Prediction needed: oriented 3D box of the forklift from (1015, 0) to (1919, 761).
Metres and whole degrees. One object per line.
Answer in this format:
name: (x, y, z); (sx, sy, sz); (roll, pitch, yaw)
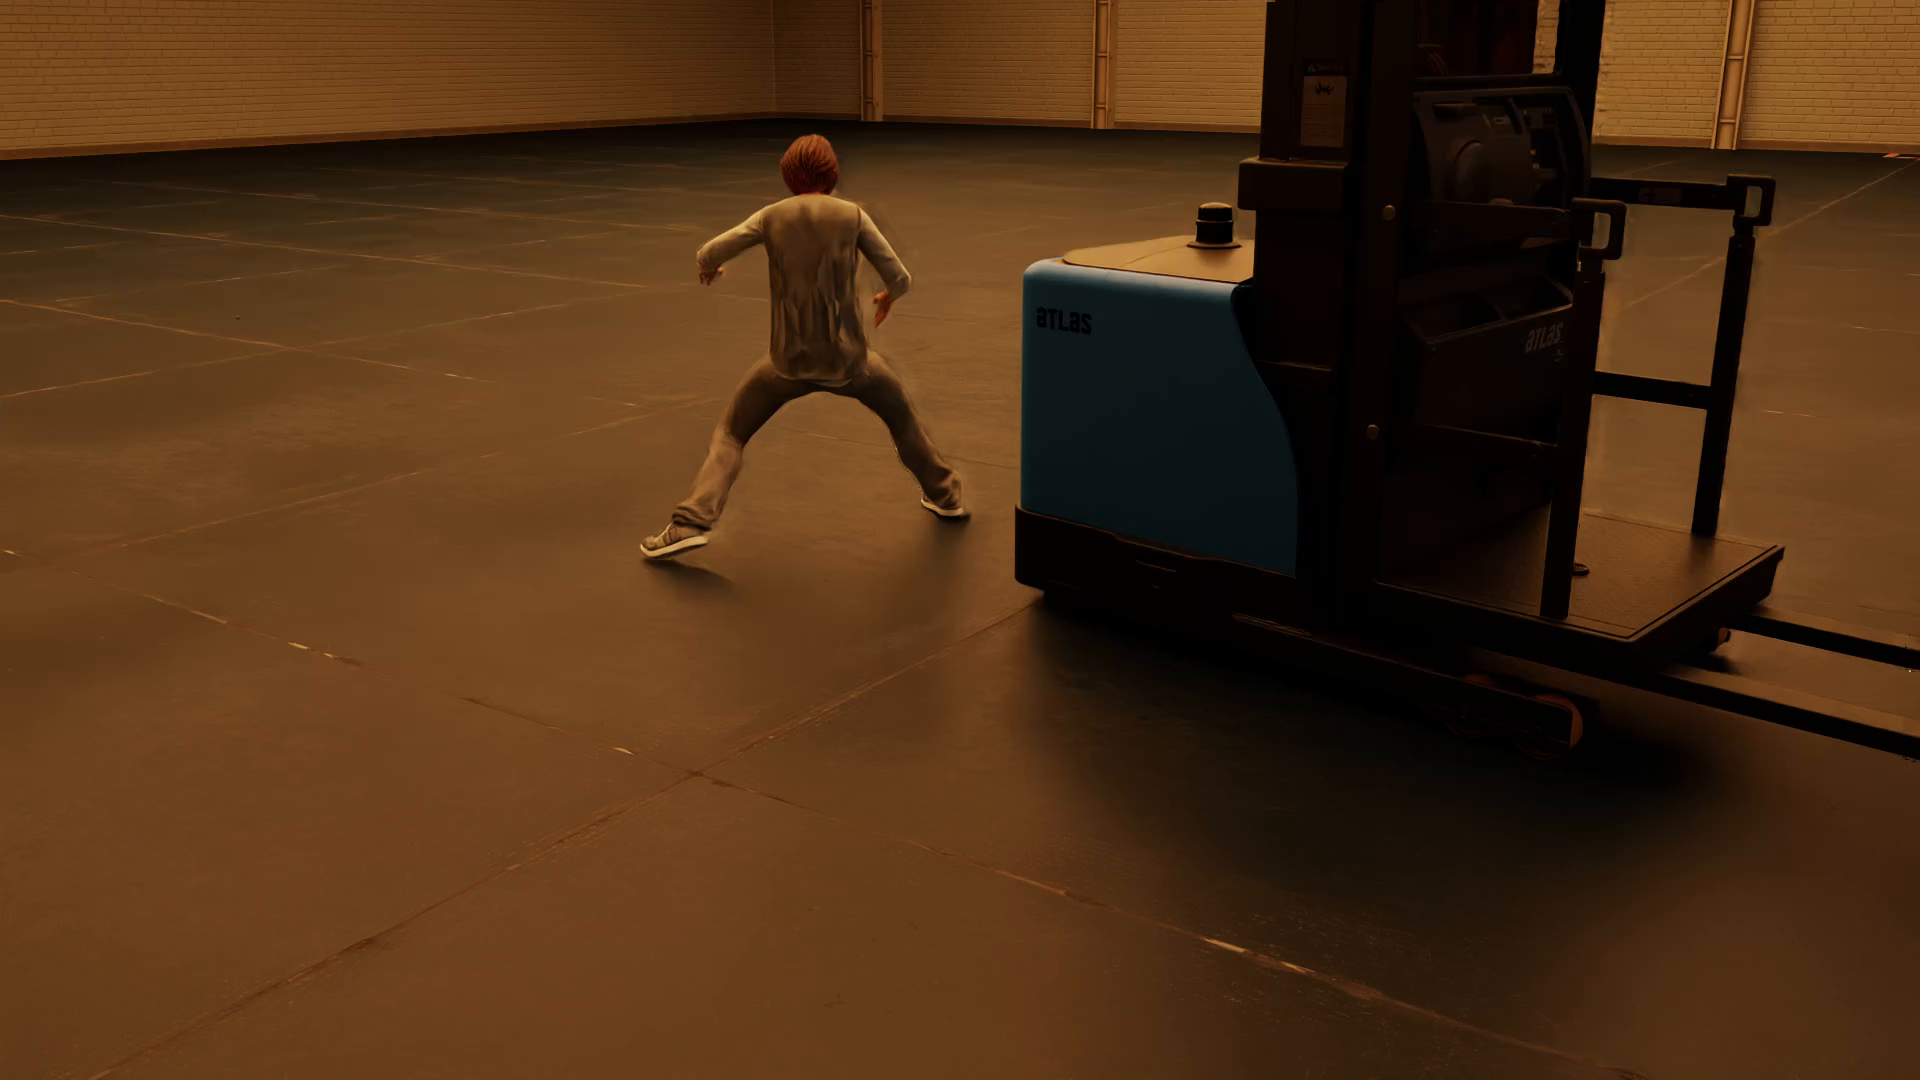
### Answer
forklift: (1.594, -1.026, 4.265); (3.031, 2.935, 1.130); (15, 22, 41)

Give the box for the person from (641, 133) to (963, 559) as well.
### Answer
person: (-0.544, -0.691, 5.816); (1.110, 1.390, 0.839); (0, 17, 0)
